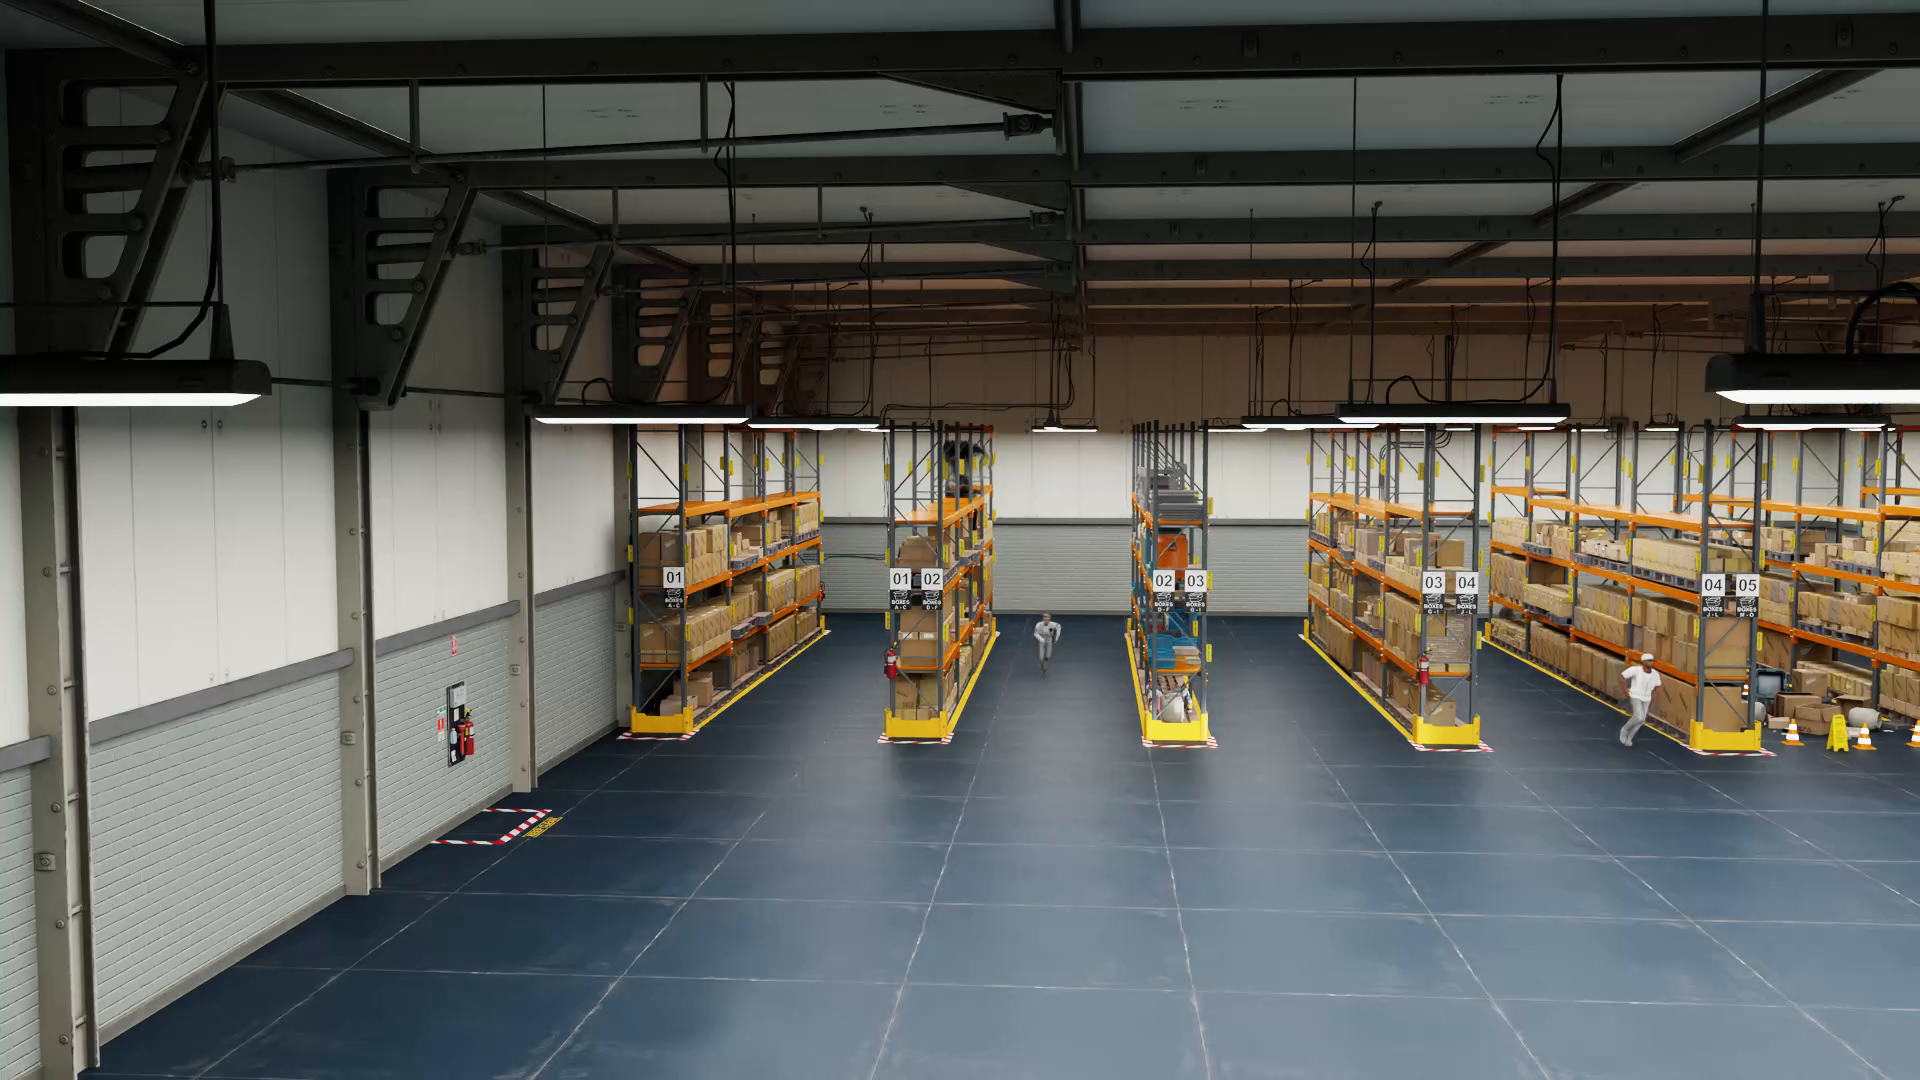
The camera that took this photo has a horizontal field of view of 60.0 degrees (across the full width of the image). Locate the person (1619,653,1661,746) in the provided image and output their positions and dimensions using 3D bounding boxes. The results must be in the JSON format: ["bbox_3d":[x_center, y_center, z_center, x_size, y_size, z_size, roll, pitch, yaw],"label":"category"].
[{"bbox_3d":[12.539,2.932,30.558,0.720,1.711,0.571,-1,4,-12],"label":"person"}]

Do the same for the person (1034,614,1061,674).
[{"bbox_3d":[2.088,2.484,39.578,0.639,1.491,0.749,0,4,0],"label":"person"}]

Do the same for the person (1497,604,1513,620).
[{"bbox_3d":[15.725,1.953,47.532,0.682,1.638,0.622,1,4,12],"label":"person"}]
